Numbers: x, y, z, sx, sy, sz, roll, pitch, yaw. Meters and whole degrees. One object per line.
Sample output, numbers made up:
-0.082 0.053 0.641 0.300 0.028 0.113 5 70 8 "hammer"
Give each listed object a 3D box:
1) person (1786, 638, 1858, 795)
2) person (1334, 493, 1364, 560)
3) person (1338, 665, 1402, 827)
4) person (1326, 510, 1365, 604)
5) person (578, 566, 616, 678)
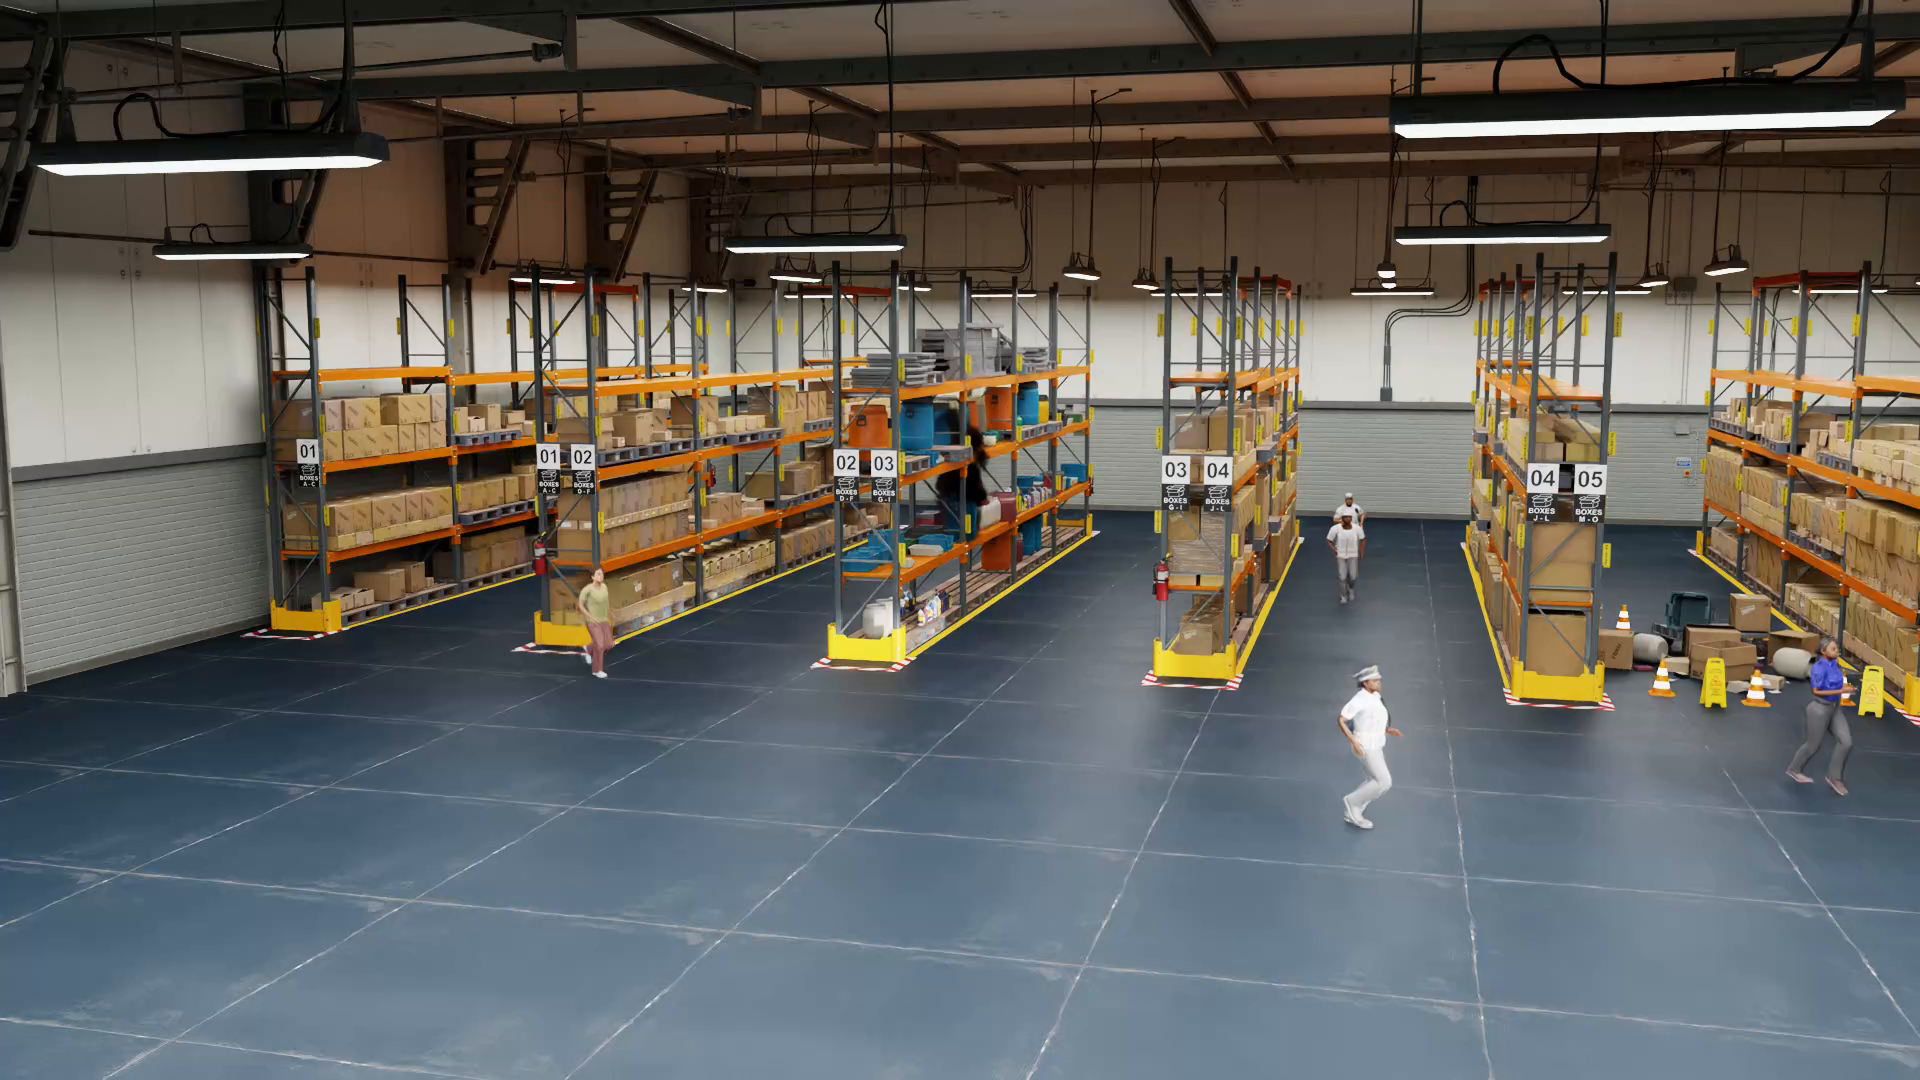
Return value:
9.380 1.908 18.034 0.556 1.714 0.714 -4 8 -31 "person"
7.927 -0.125 33.916 0.617 1.679 0.935 2 7 12 "person"
4.134 2.074 16.630 0.569 1.659 0.560 5 9 36 "person"
7.017 0.307 30.255 0.712 1.725 0.573 1 7 9 "person"
-5.300 1.169 24.038 0.587 1.617 0.565 5 9 36 "person"
